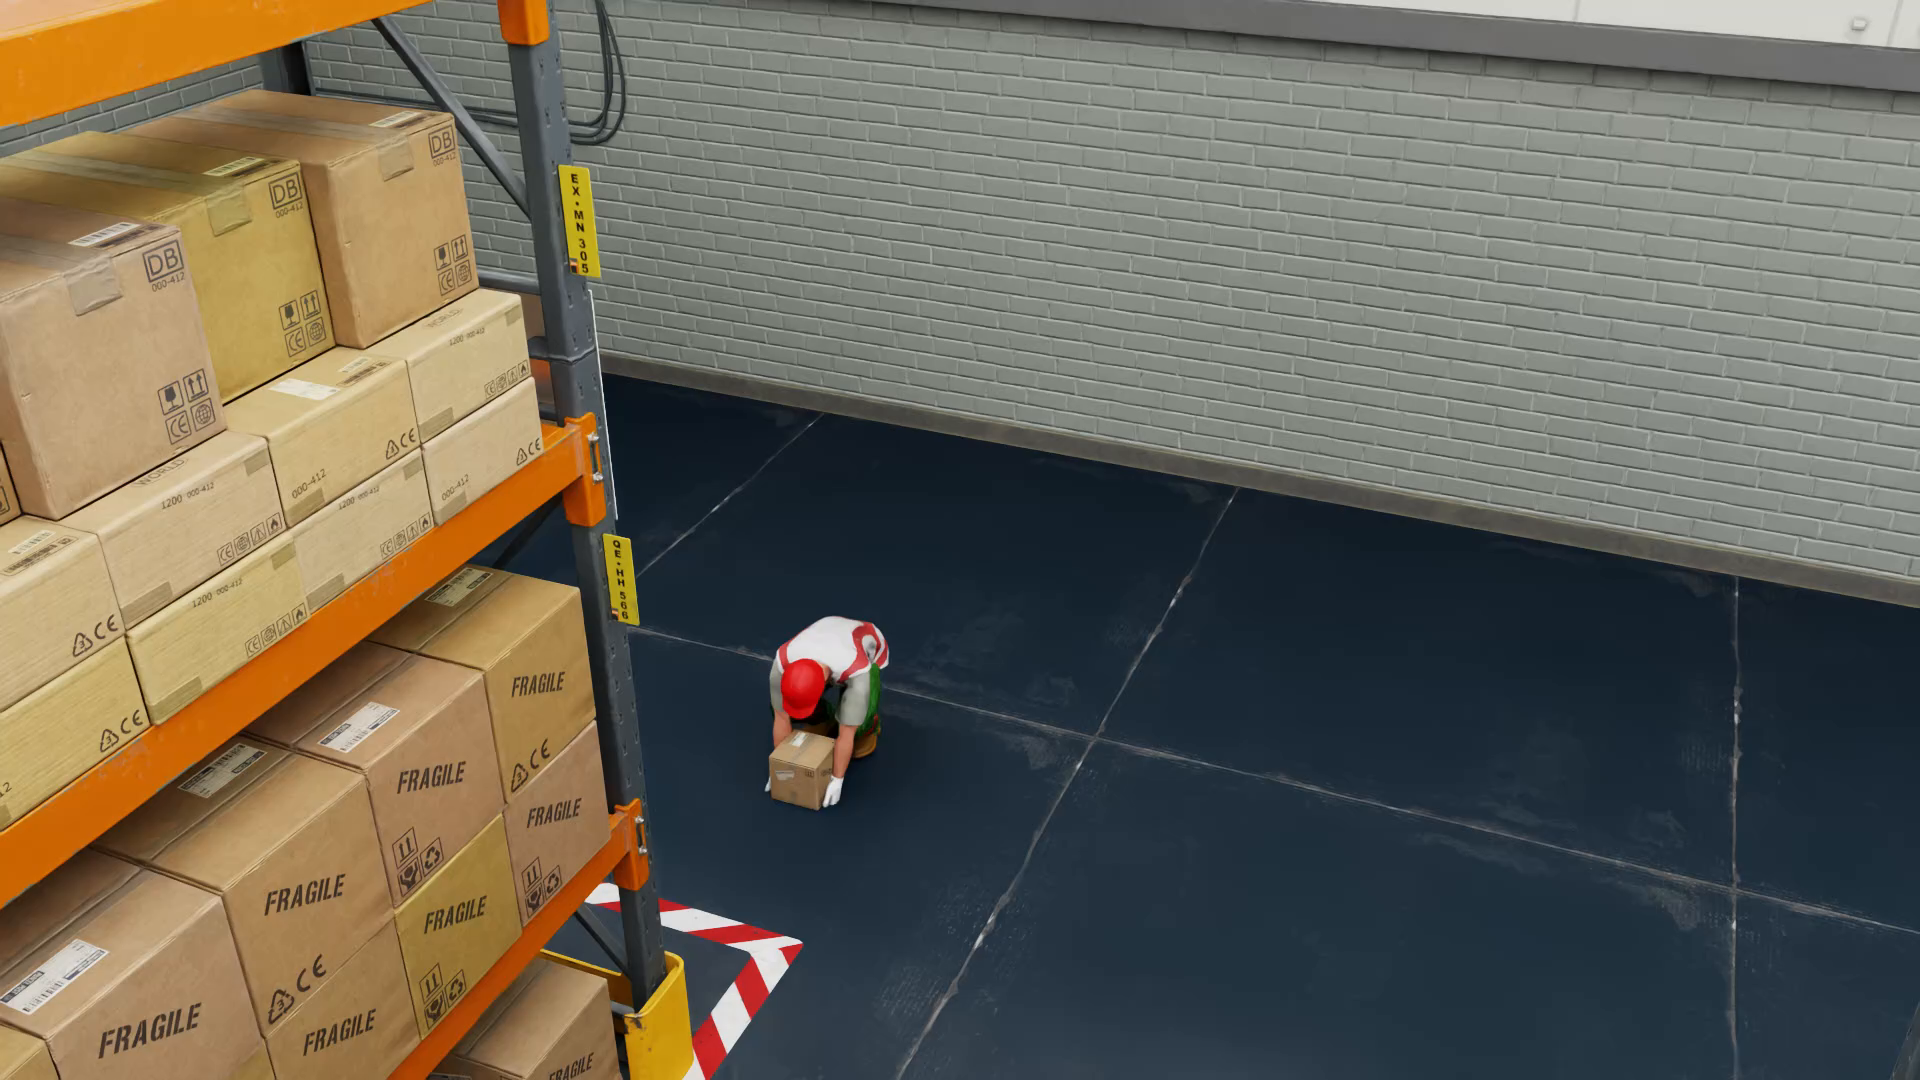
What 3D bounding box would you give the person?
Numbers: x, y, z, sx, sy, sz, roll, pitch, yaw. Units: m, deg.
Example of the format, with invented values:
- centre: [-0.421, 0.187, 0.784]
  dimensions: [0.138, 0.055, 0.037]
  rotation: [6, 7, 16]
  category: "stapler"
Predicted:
- centre: [-0.646, 0.779, 8.111]
  dimensions: [0.553, 0.885, 0.919]
  rotation: [11, 31, 19]
  category: "person"
